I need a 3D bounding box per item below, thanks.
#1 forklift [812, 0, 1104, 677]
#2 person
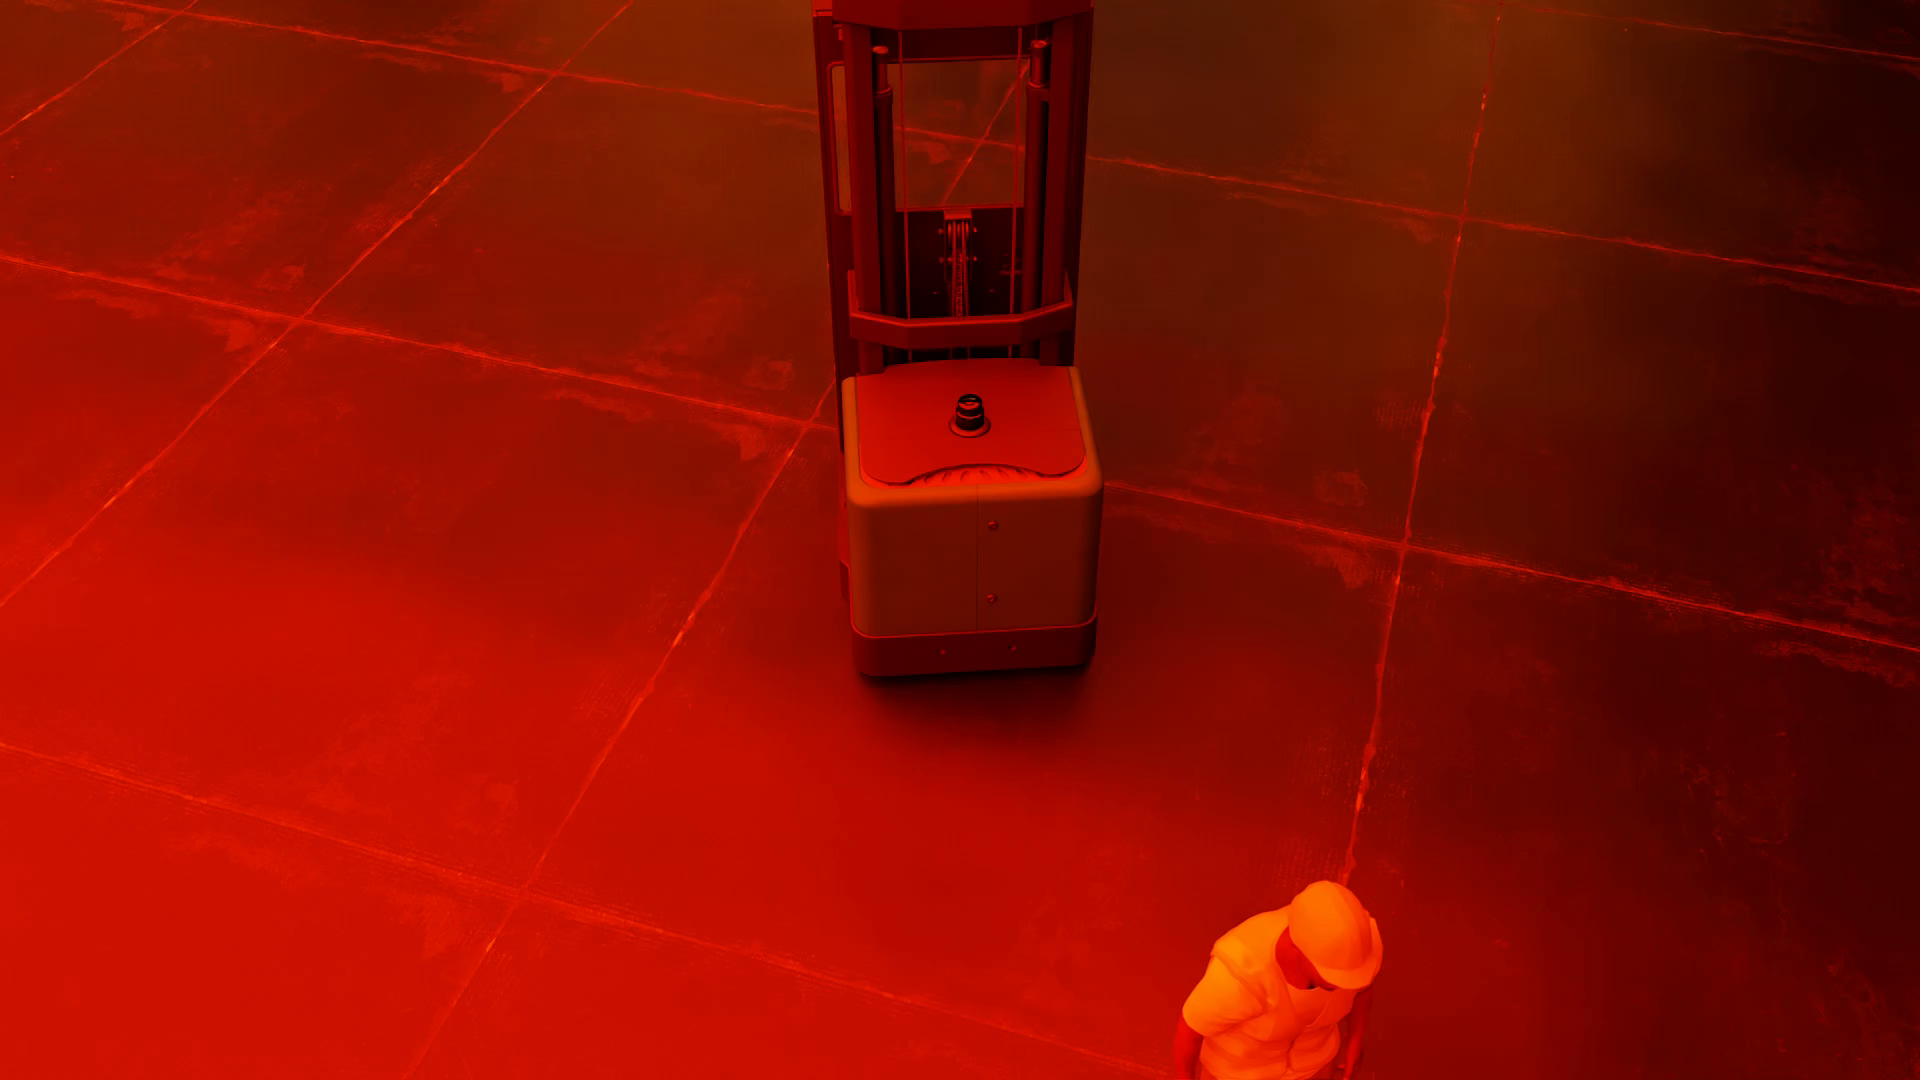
[{"bbox_3d":[-0.048,-1.486,7.287,1.130,2.935,3.031,-3,43,-3],"label":"forklift"},{"bbox_3d":[0.922,1.537,4.900,0.629,1.759,0.461,-12,44,-13],"label":"person"}]
